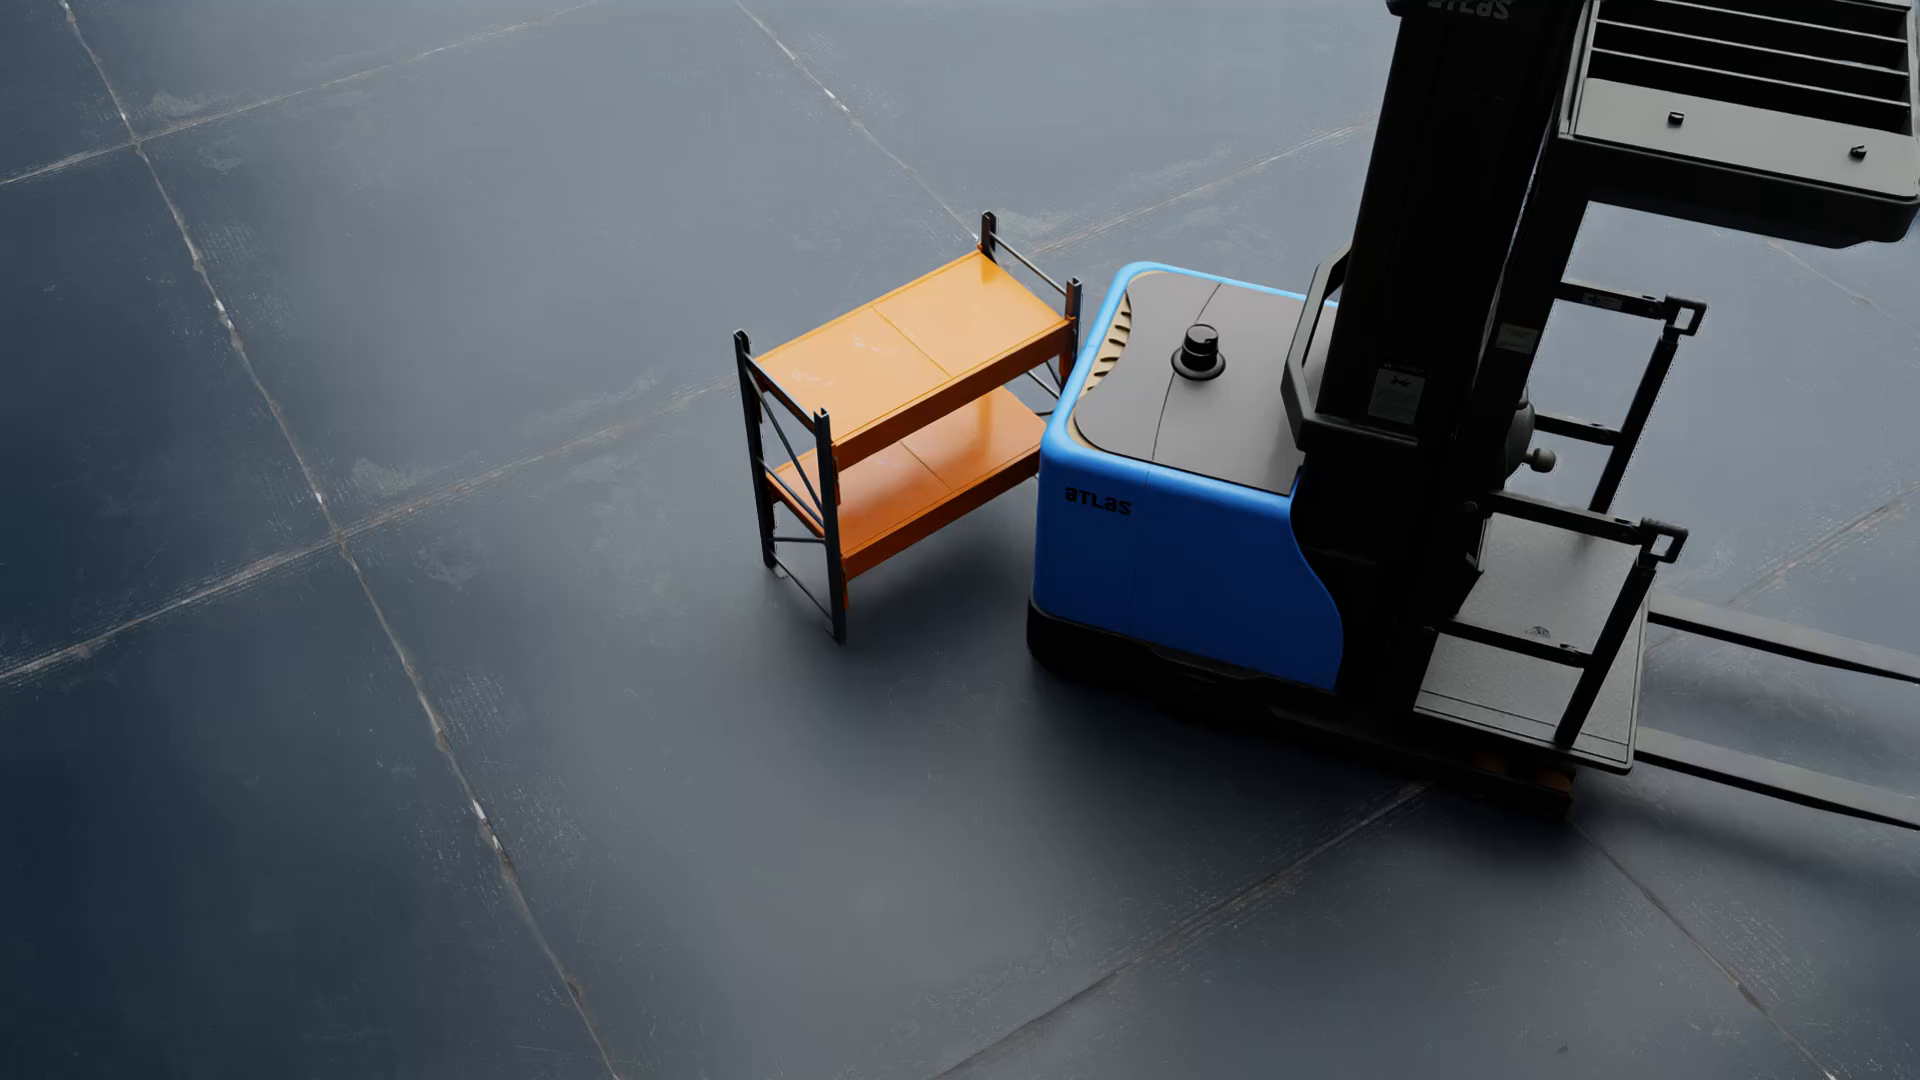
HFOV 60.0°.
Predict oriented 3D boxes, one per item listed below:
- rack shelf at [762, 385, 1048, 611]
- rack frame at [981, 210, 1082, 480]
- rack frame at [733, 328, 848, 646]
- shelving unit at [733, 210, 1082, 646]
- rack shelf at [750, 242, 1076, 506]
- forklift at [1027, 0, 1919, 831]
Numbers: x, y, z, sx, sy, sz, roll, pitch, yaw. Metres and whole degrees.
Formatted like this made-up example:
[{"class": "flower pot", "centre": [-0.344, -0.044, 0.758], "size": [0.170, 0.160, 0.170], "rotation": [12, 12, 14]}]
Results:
[{"class": "rack shelf", "centre": [-0.162, -0.222, 6.022], "size": [1.000, 0.278, 0.538], "rotation": [-30, 55, -24]}, {"class": "rack frame", "centre": [0.239, -0.617, 6.047], "size": [0.032, 1.125, 0.500], "rotation": [-30, 55, -24]}, {"class": "rack frame", "centre": [-0.564, -0.152, 5.632], "size": [0.032, 1.125, 0.500], "rotation": [-30, 55, -24]}, {"class": "shelving unit", "centre": [-0.162, -0.385, 5.840], "size": [1.048, 1.125, 0.538], "rotation": [-30, 55, -24]}, {"class": "rack shelf", "centre": [-0.162, -0.580, 5.621], "size": [1.000, 0.278, 0.538], "rotation": [-30, 55, -24]}, {"class": "forklift", "centre": [1.807, -0.524, 4.754], "size": [3.031, 2.935, 1.130], "rotation": [15, 50, 13]}]
